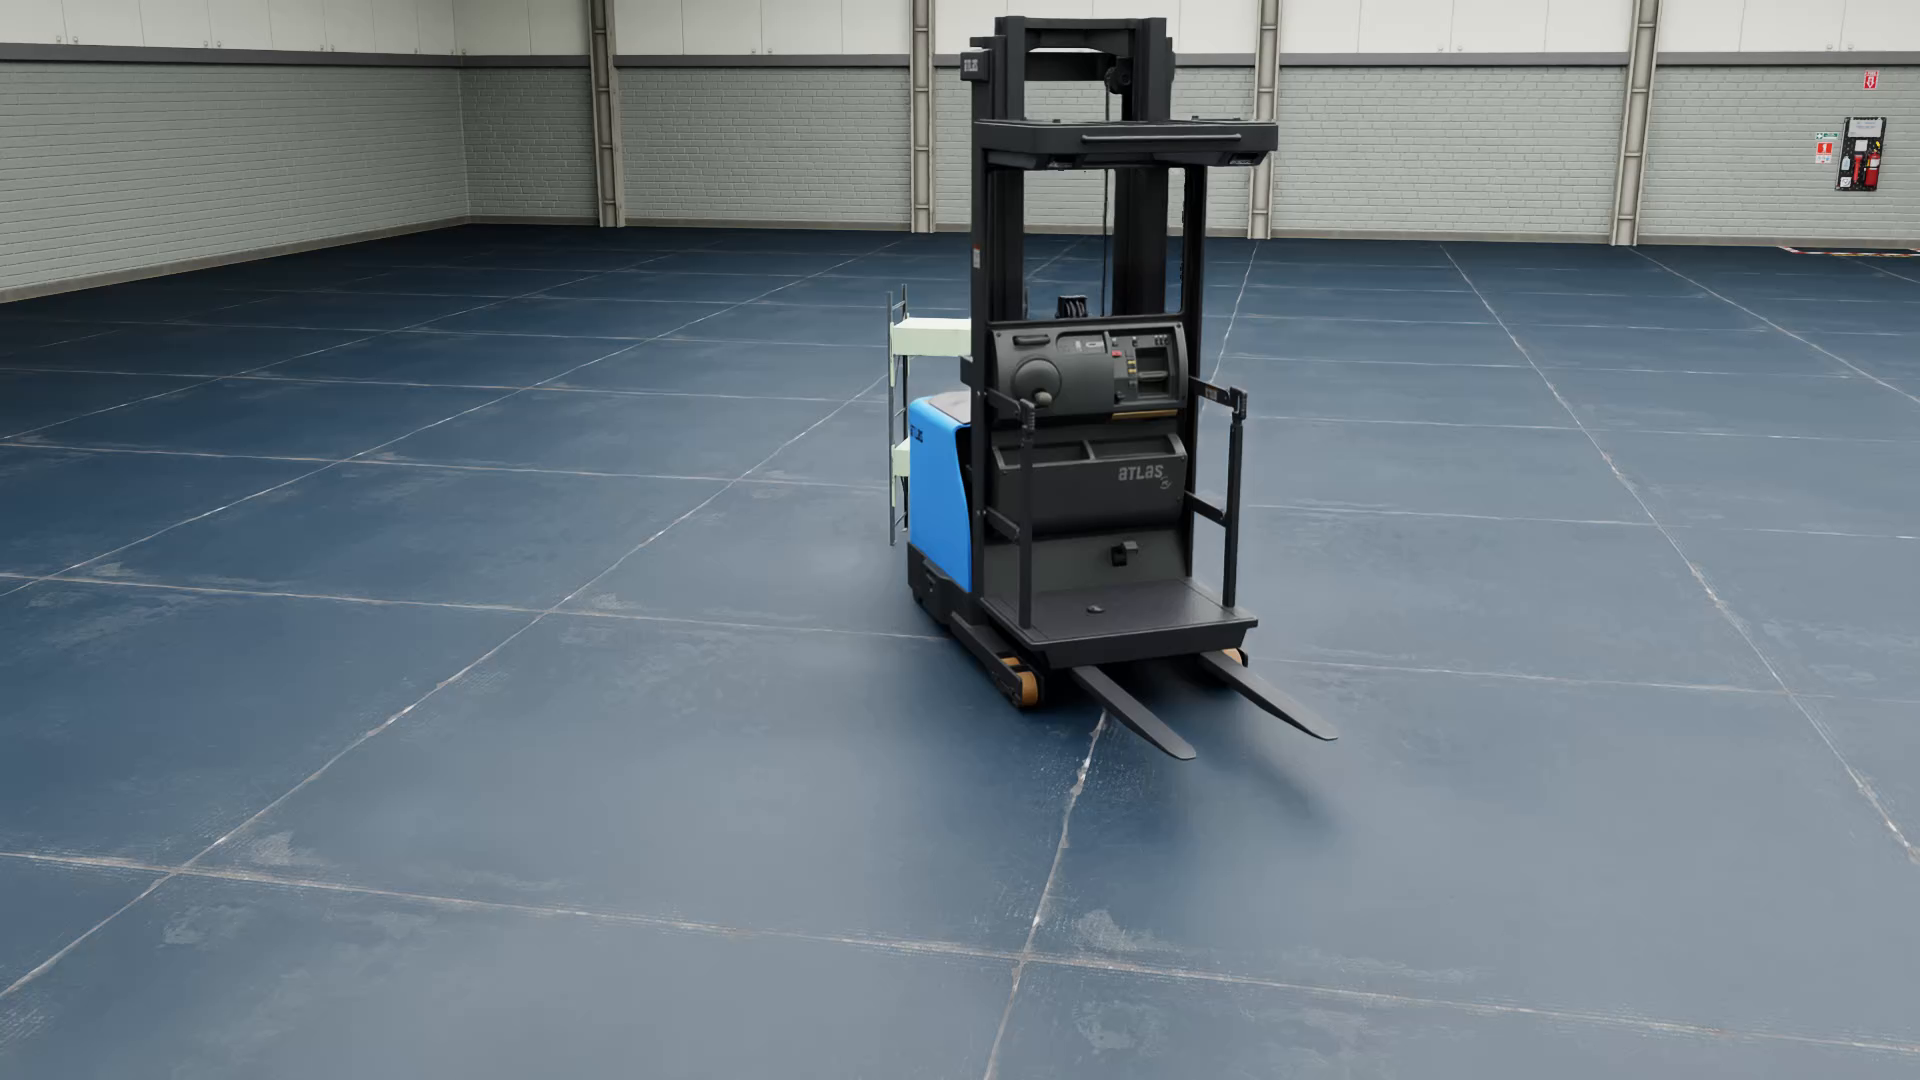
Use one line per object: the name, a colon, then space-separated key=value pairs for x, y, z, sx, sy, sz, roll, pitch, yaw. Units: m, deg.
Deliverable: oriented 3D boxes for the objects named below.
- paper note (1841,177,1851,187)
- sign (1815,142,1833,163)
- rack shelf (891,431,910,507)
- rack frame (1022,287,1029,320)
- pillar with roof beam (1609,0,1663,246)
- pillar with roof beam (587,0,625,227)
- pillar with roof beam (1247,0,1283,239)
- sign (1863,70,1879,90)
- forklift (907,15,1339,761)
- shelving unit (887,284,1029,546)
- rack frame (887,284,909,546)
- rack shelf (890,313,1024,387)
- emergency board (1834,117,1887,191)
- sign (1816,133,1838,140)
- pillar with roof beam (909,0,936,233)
paper note: x=14.405 y=-5.822 z=27.040 sx=0.142 sy=0.148 sz=0.016 roll=3 pitch=16 yaw=11
sign: x=14.044 y=-6.292 z=27.022 sx=0.234 sy=0.329 sz=0.001 roll=3 pitch=16 yaw=11
rack shelf: x=-0.007 y=-0.409 z=9.880 sx=0.720 sy=0.370 sz=0.431 roll=3 pitch=16 yaw=11
rack frame: x=0.352 y=-0.704 z=9.723 sx=0.023 sy=1.500 sz=0.400 roll=3 pitch=16 yaw=11
pillar with roof beam: x=10.241 y=-8.162 z=22.599 sx=0.400 sy=9.000 sz=9.100 roll=3 pitch=16 yaw=11
pillar with roof beam: x=-7.398 y=-9.119 z=26.056 sx=0.400 sy=9.000 sz=9.100 roll=3 pitch=16 yaw=11
pillar with roof beam: x=4.362 y=-8.481 z=23.751 sx=0.400 sy=9.000 sz=9.100 roll=3 pitch=16 yaw=11
sign: x=14.577 y=-7.362 z=26.610 sx=0.199 sy=0.298 sz=0.001 roll=3 pitch=16 yaw=11
forklift: x=0.668 y=-0.791 z=7.356 sx=1.130 sy=2.935 sz=3.031 roll=-5 pitch=16 yaw=-18
shelving unit: x=-0.007 y=-0.723 z=9.793 sx=0.755 sy=1.500 sz=0.431 roll=3 pitch=16 yaw=11
rack frame: x=-0.365 y=-0.743 z=9.863 sx=0.023 sy=1.500 sz=0.400 roll=3 pitch=16 yaw=11
rack shelf: x=-0.007 y=-1.099 z=9.689 sx=0.720 sy=0.370 sz=0.431 roll=3 pitch=16 yaw=11
emergency board: x=14.565 y=-6.219 z=26.823 sx=0.643 sy=1.169 sz=0.194 roll=3 pitch=16 yaw=11
sign: x=14.046 y=-6.545 z=26.942 sx=0.331 sy=0.109 sz=0.001 roll=3 pitch=16 yaw=11
pillar with roof beam: x=-1.518 y=-8.800 z=24.903 sx=0.400 sy=9.000 sz=9.100 roll=3 pitch=16 yaw=11
